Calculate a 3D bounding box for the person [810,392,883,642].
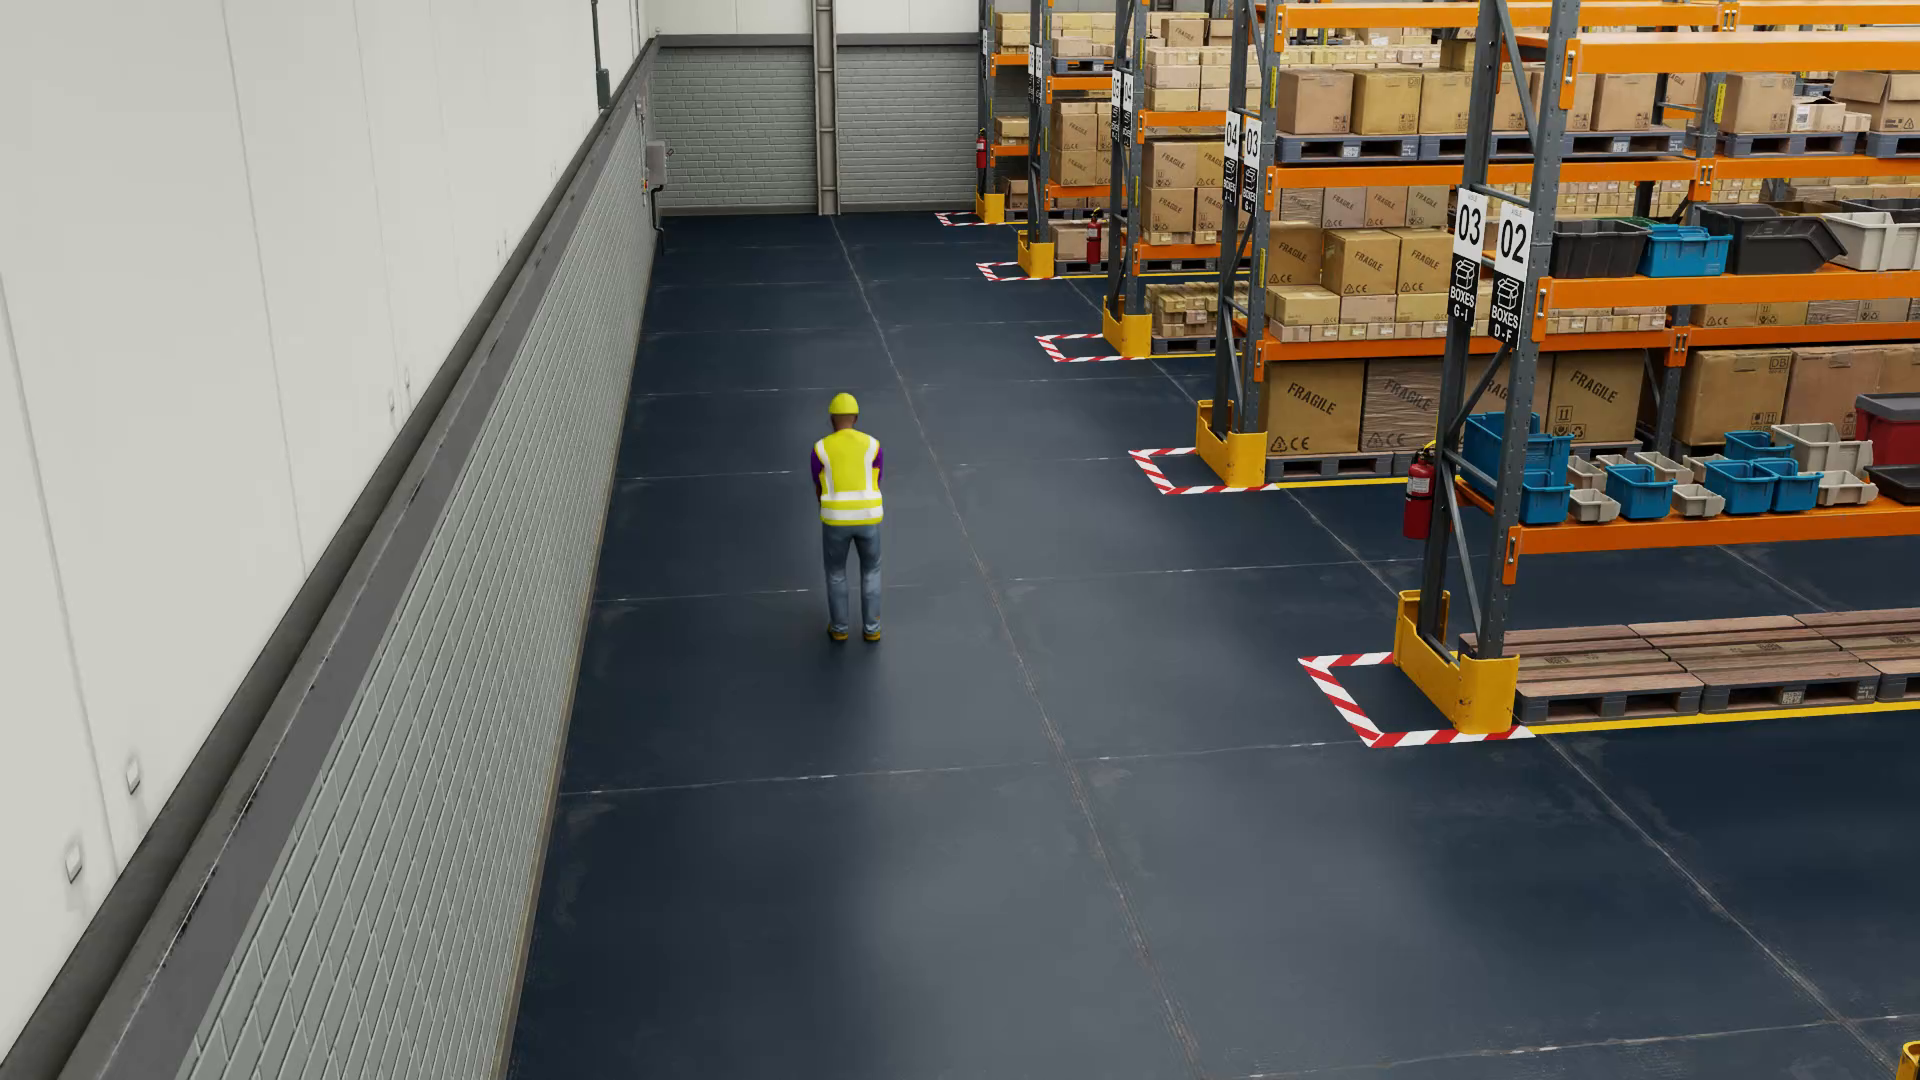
[{"bbox_3d":[-0.780,-0.167,11.543,0.497,1.736,0.600,-3,20,-9],"label":"person"}]
